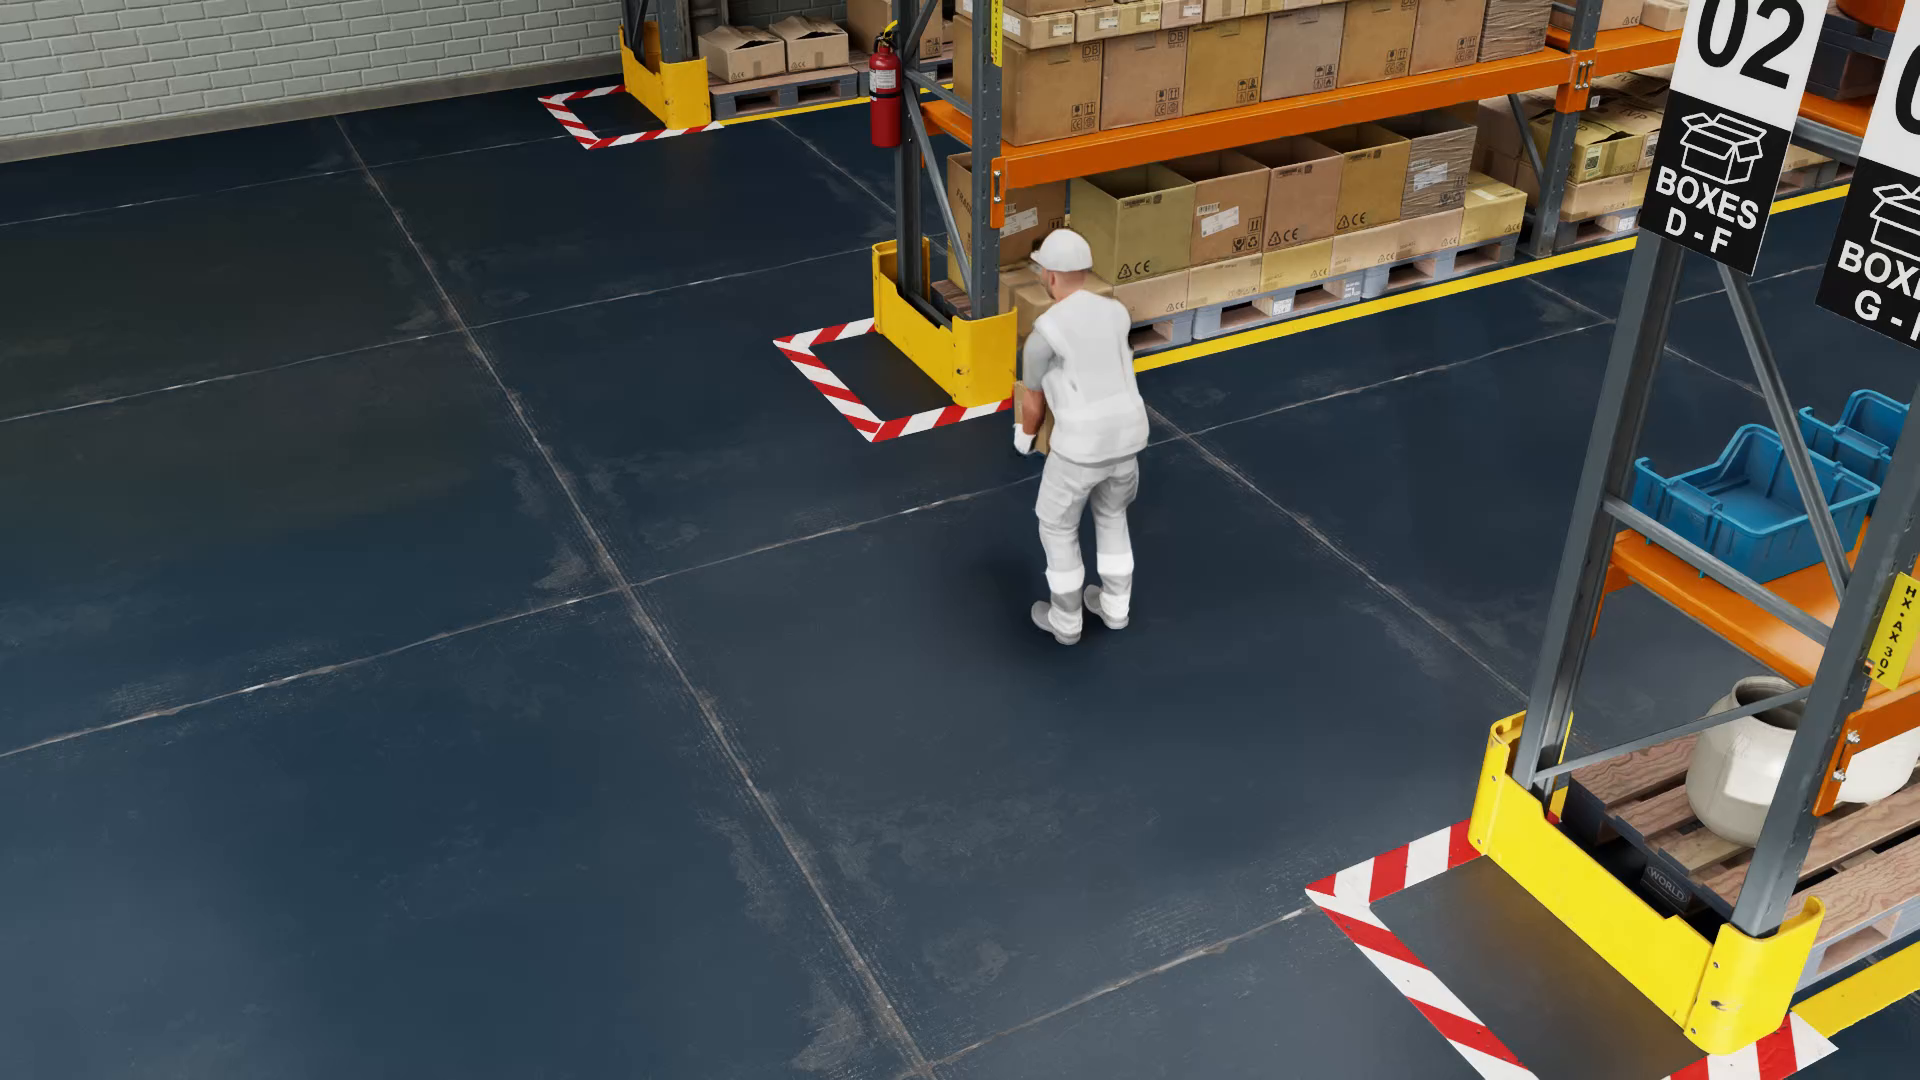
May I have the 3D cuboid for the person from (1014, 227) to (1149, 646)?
[{"bbox_3d":[0.478,-0.424,6.799,0.488,1.763,0.587,-17,36,-24],"label":"person"}]
